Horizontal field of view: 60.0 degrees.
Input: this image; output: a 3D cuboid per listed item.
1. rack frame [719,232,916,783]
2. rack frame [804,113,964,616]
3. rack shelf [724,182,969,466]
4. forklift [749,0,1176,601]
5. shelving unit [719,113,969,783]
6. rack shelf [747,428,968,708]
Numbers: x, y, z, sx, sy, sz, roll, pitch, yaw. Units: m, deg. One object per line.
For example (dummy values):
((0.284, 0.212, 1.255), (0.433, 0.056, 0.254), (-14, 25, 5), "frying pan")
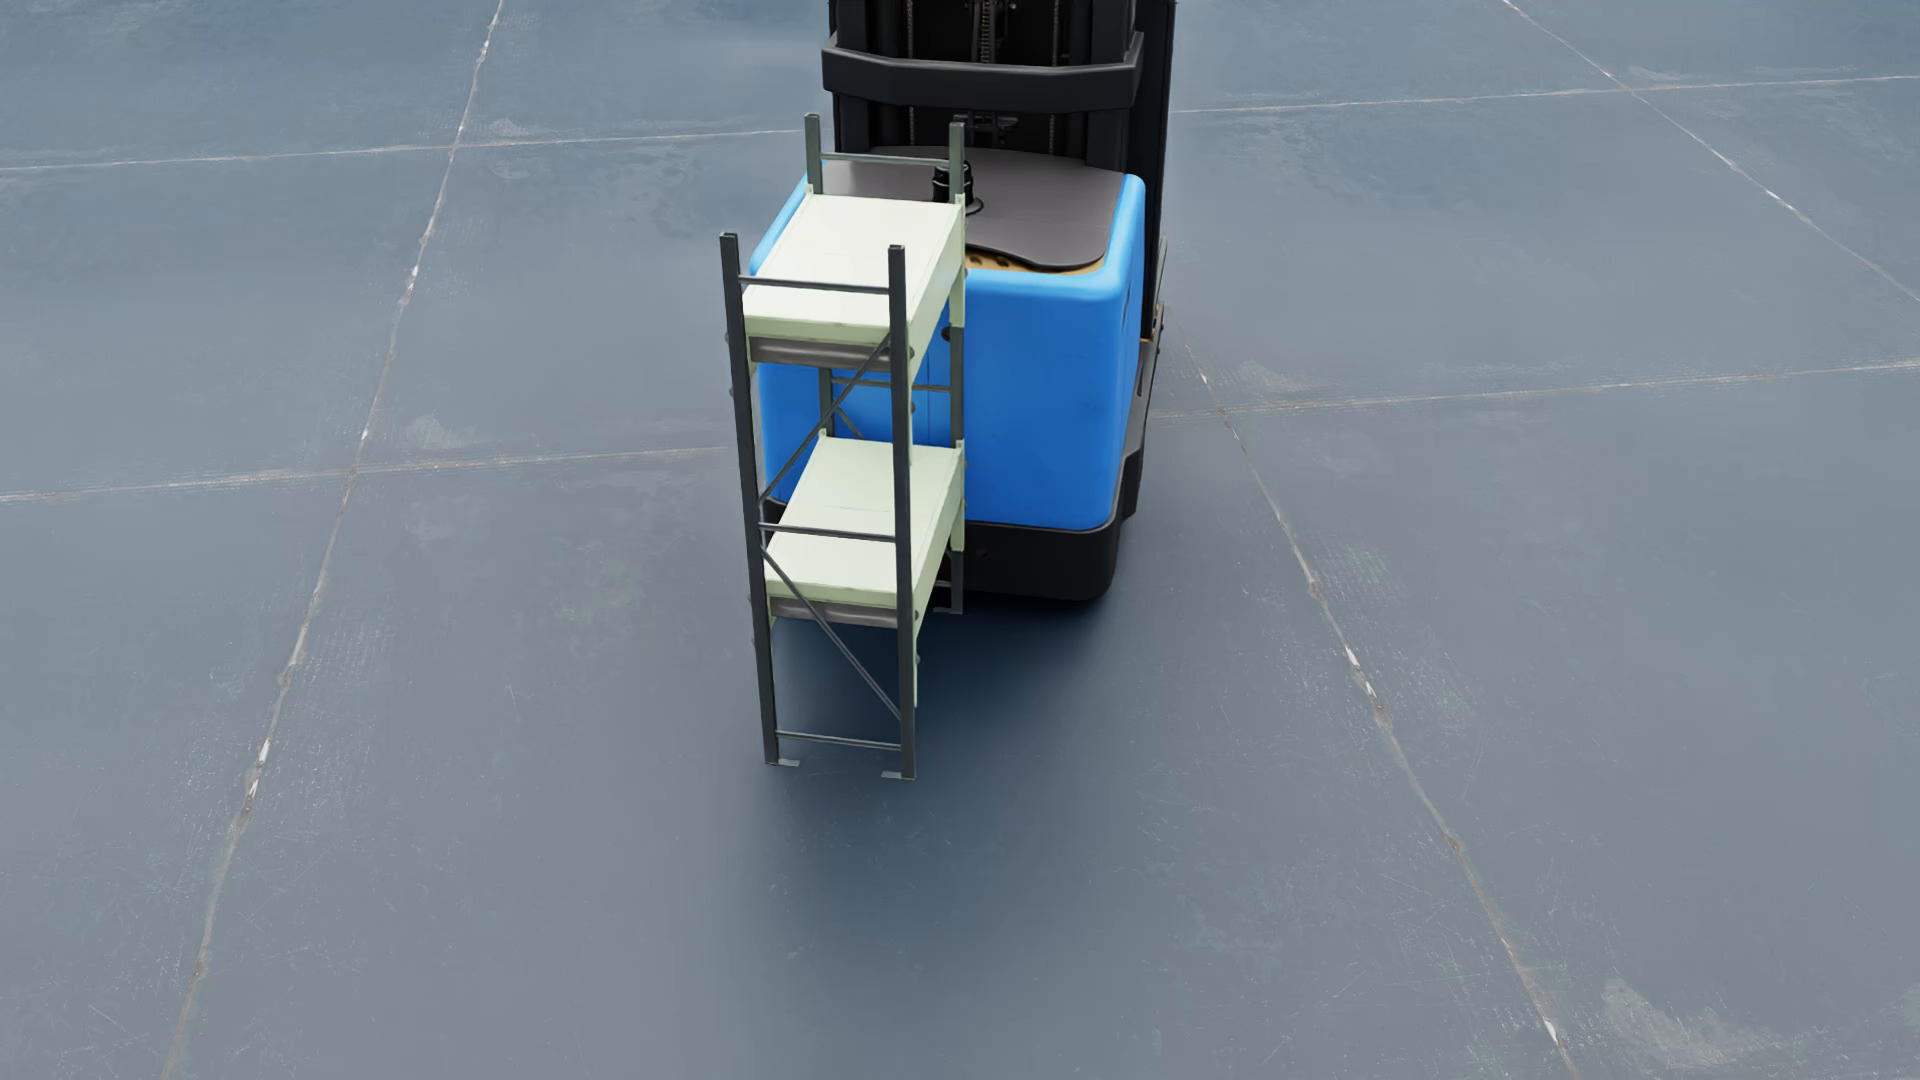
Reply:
((-0.314, -0.014, 3.939), (0.400, 1.500, 0.023), (6, 35, 8), "rack frame")
((-0.189, -0.420, 4.535), (0.400, 1.500, 0.023), (6, 35, 8), "rack frame")
((-0.251, -0.540, 4.017), (0.431, 0.370, 0.720), (6, 35, 8), "rack shelf")
((0.171, -1.855, 5.369), (1.130, 2.935, 3.031), (6, 35, 8), "forklift")
((-0.251, -0.217, 4.237), (0.431, 1.500, 0.755), (6, 35, 8), "shelving unit")
((-0.251, 0.052, 4.420), (0.431, 0.370, 0.720), (6, 35, 8), "rack shelf")
